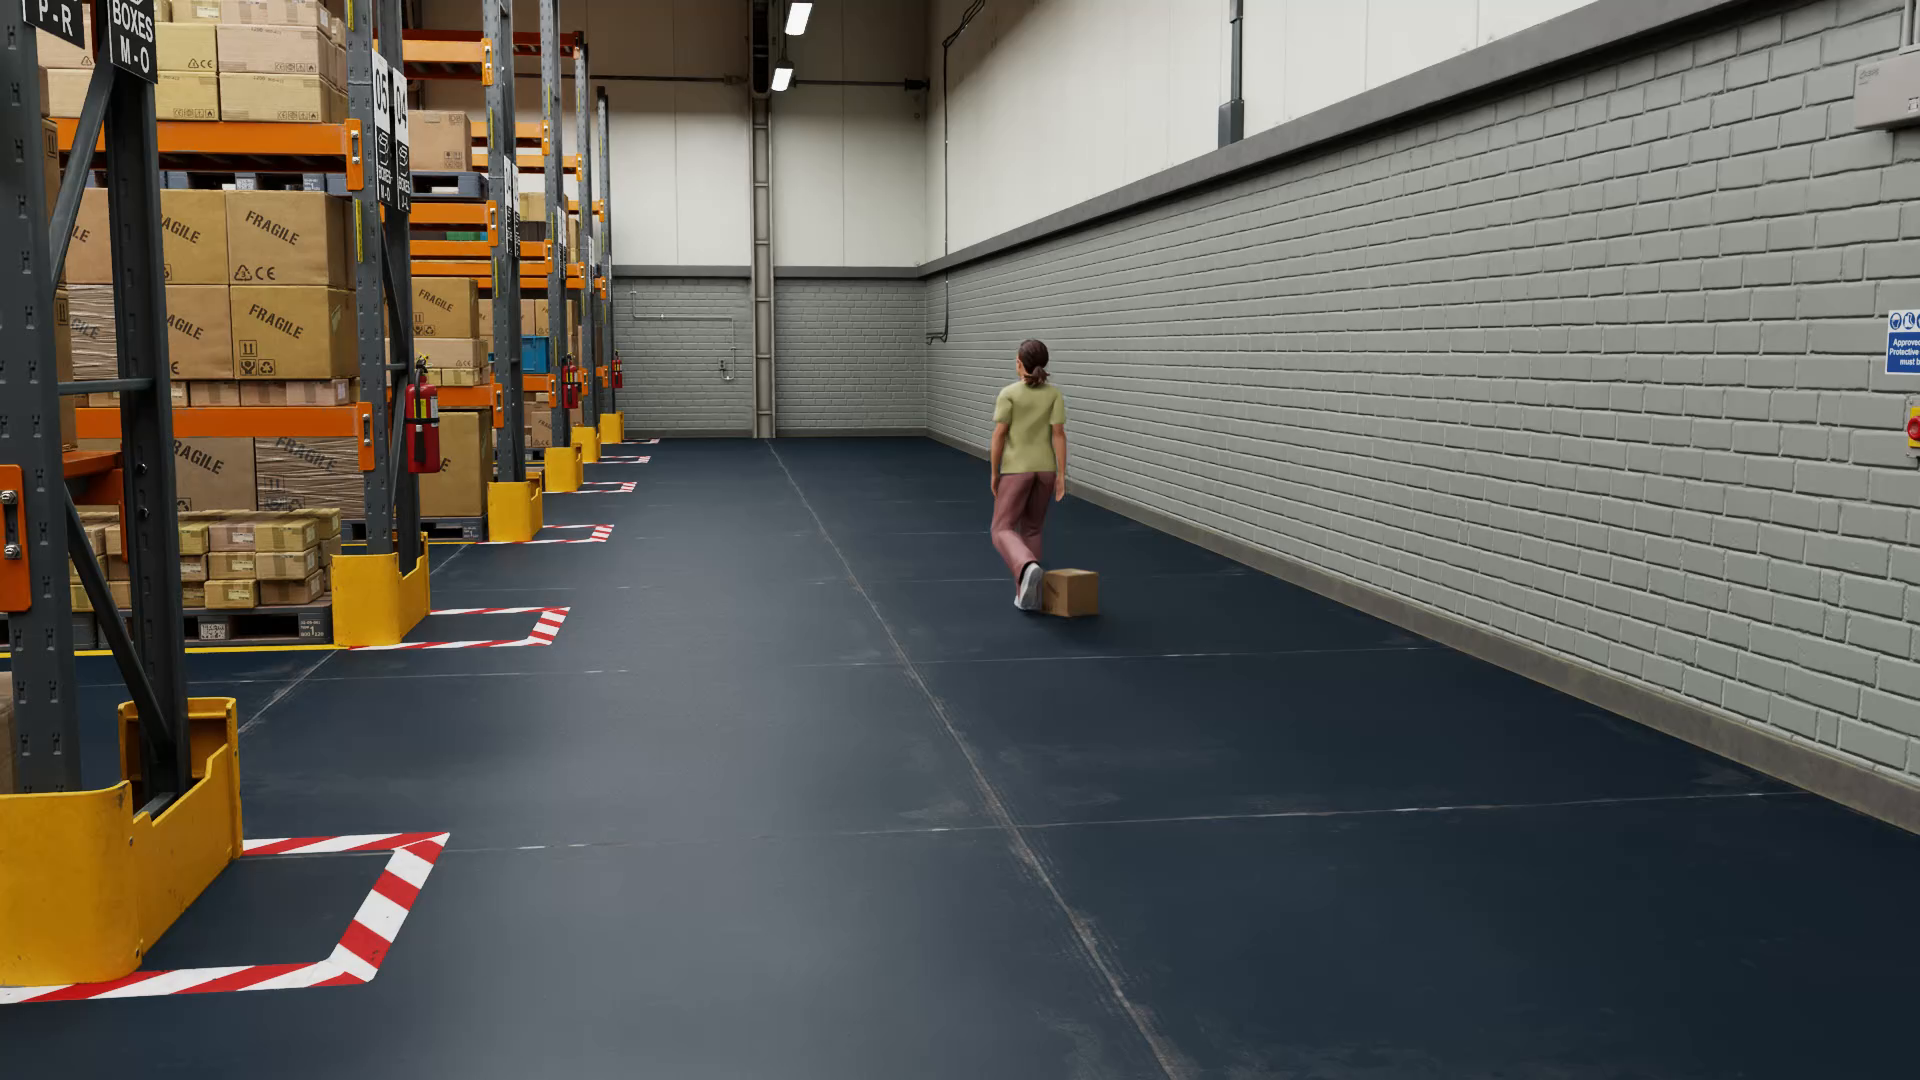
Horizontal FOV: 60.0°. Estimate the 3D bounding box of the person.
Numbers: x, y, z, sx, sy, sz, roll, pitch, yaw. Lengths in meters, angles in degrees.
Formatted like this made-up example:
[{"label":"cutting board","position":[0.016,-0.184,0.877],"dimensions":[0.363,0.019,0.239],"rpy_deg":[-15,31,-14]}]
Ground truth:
[{"label":"person","position":[0.418,-0.377,9.979],"dimensions":[0.458,1.647,0.703],"rpy_deg":[-2,7,-17]}]
